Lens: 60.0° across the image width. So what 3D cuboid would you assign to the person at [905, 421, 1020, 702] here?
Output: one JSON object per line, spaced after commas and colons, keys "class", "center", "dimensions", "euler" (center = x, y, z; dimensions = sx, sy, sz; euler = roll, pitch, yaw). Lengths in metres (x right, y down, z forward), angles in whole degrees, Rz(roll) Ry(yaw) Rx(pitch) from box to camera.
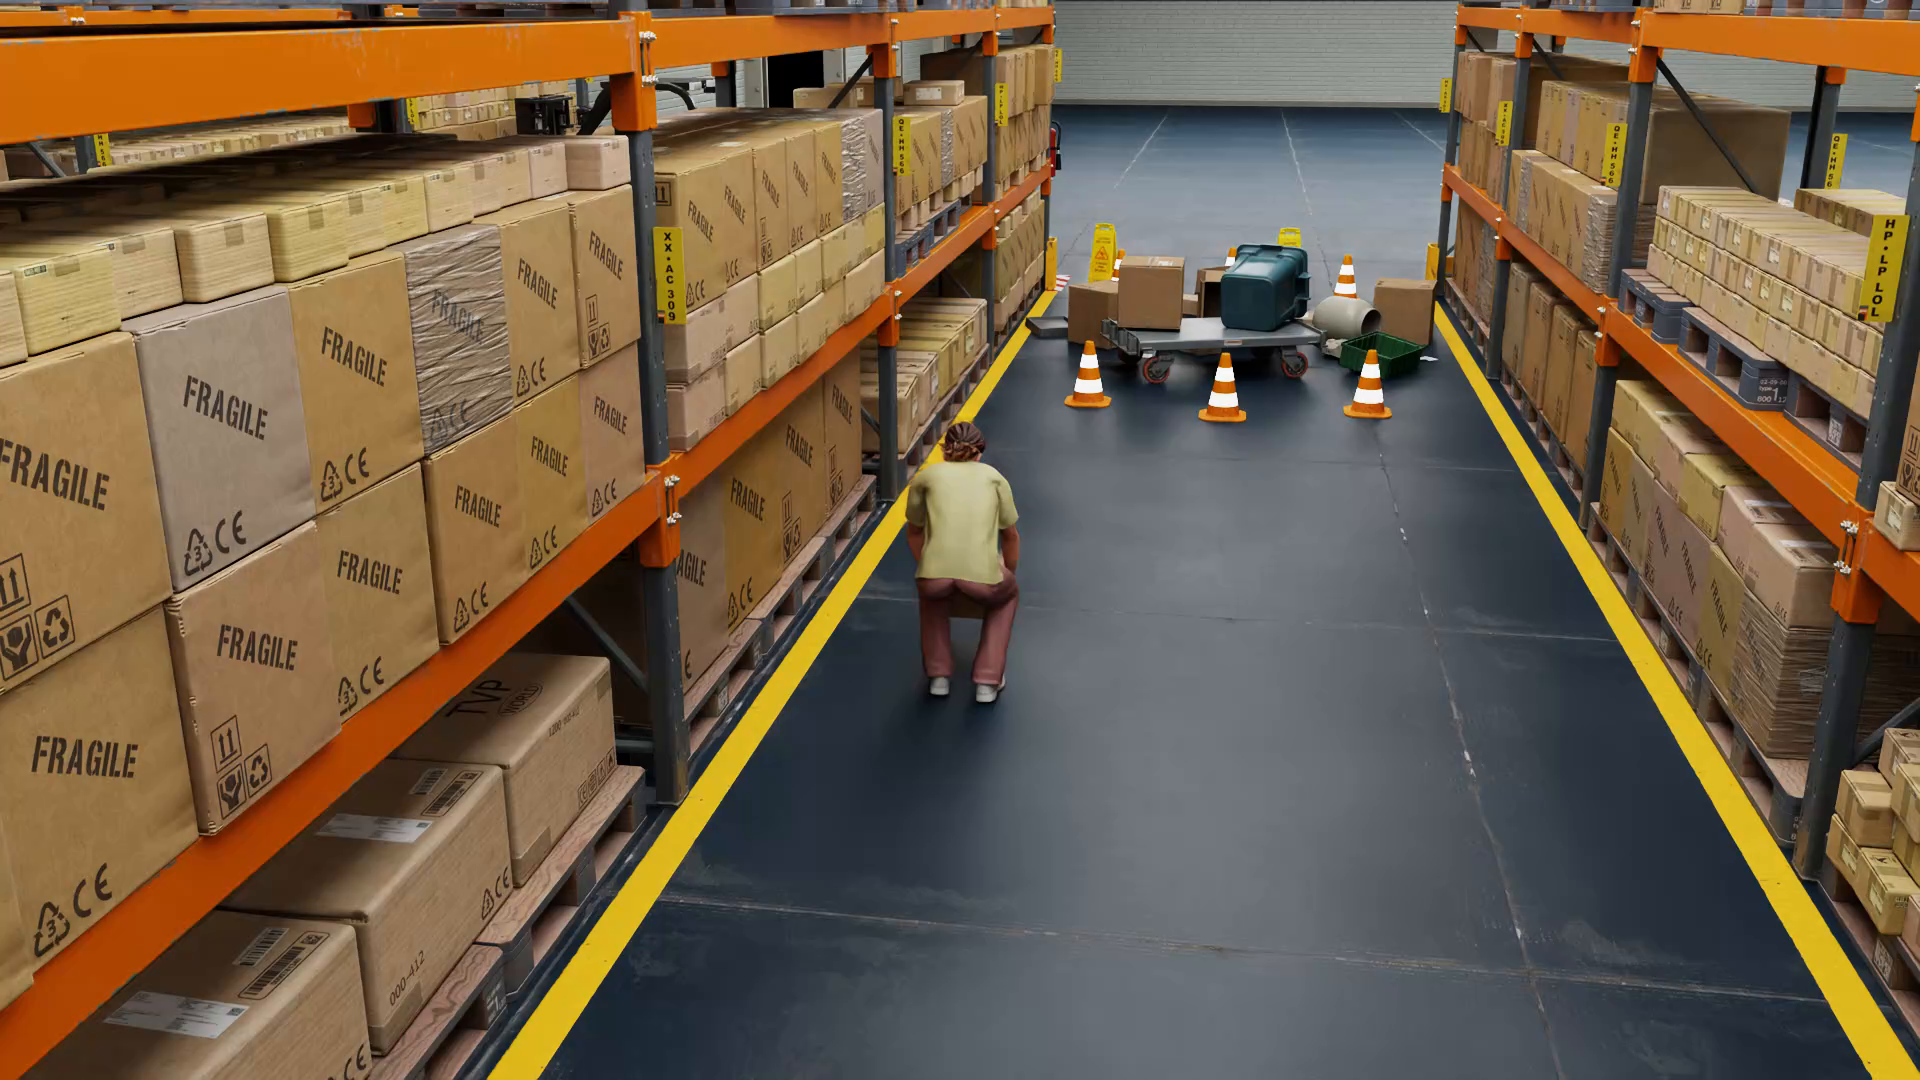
{"class": "person", "center": [-0.008, 0.099, 7.162], "dimensions": [0.504, 1.116, 0.747], "euler": [3, 18, 8]}
